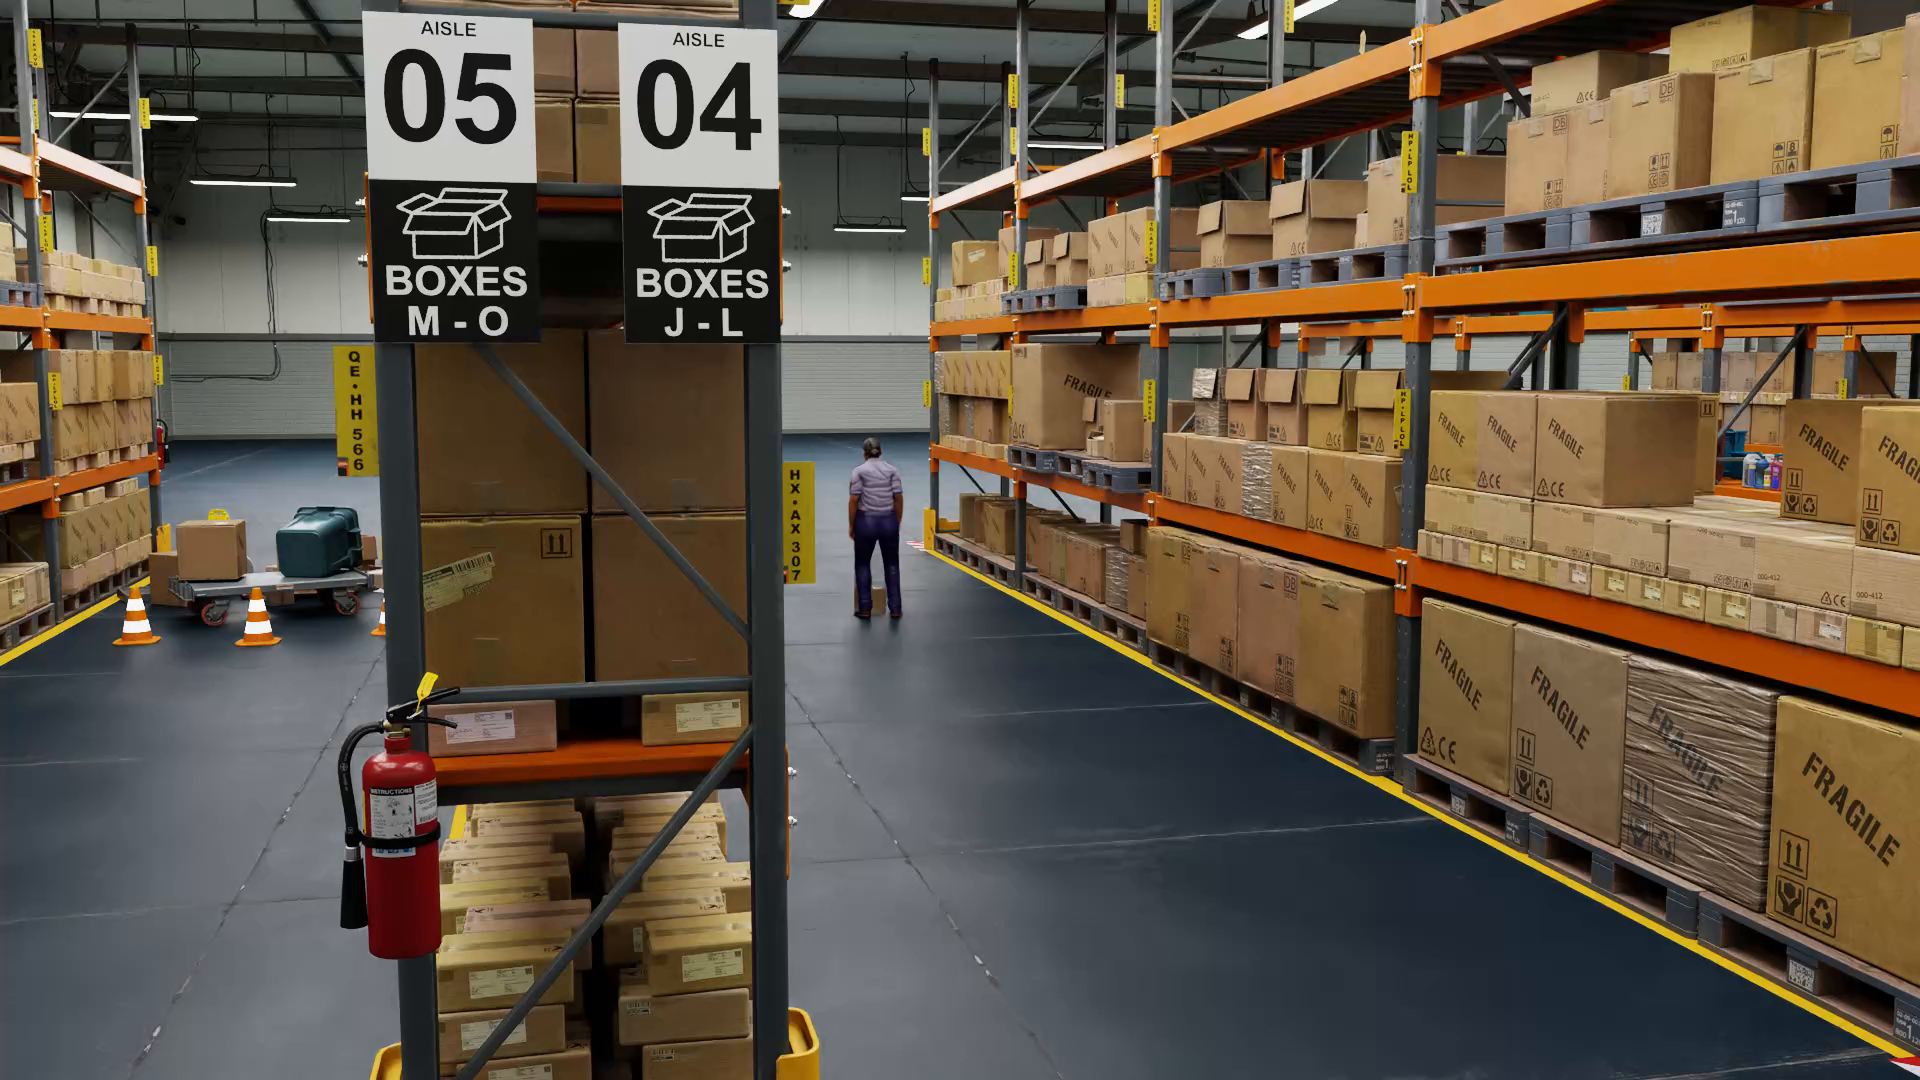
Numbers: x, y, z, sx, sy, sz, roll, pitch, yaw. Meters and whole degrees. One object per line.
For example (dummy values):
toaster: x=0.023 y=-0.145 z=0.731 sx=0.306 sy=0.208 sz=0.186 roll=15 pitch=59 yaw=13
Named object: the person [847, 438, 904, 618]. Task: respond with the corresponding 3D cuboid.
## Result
person: x=-0.771 y=-0.110 z=15.228 sx=0.539 sy=1.652 sz=0.412 roll=-1 pitch=6 yaw=-13
